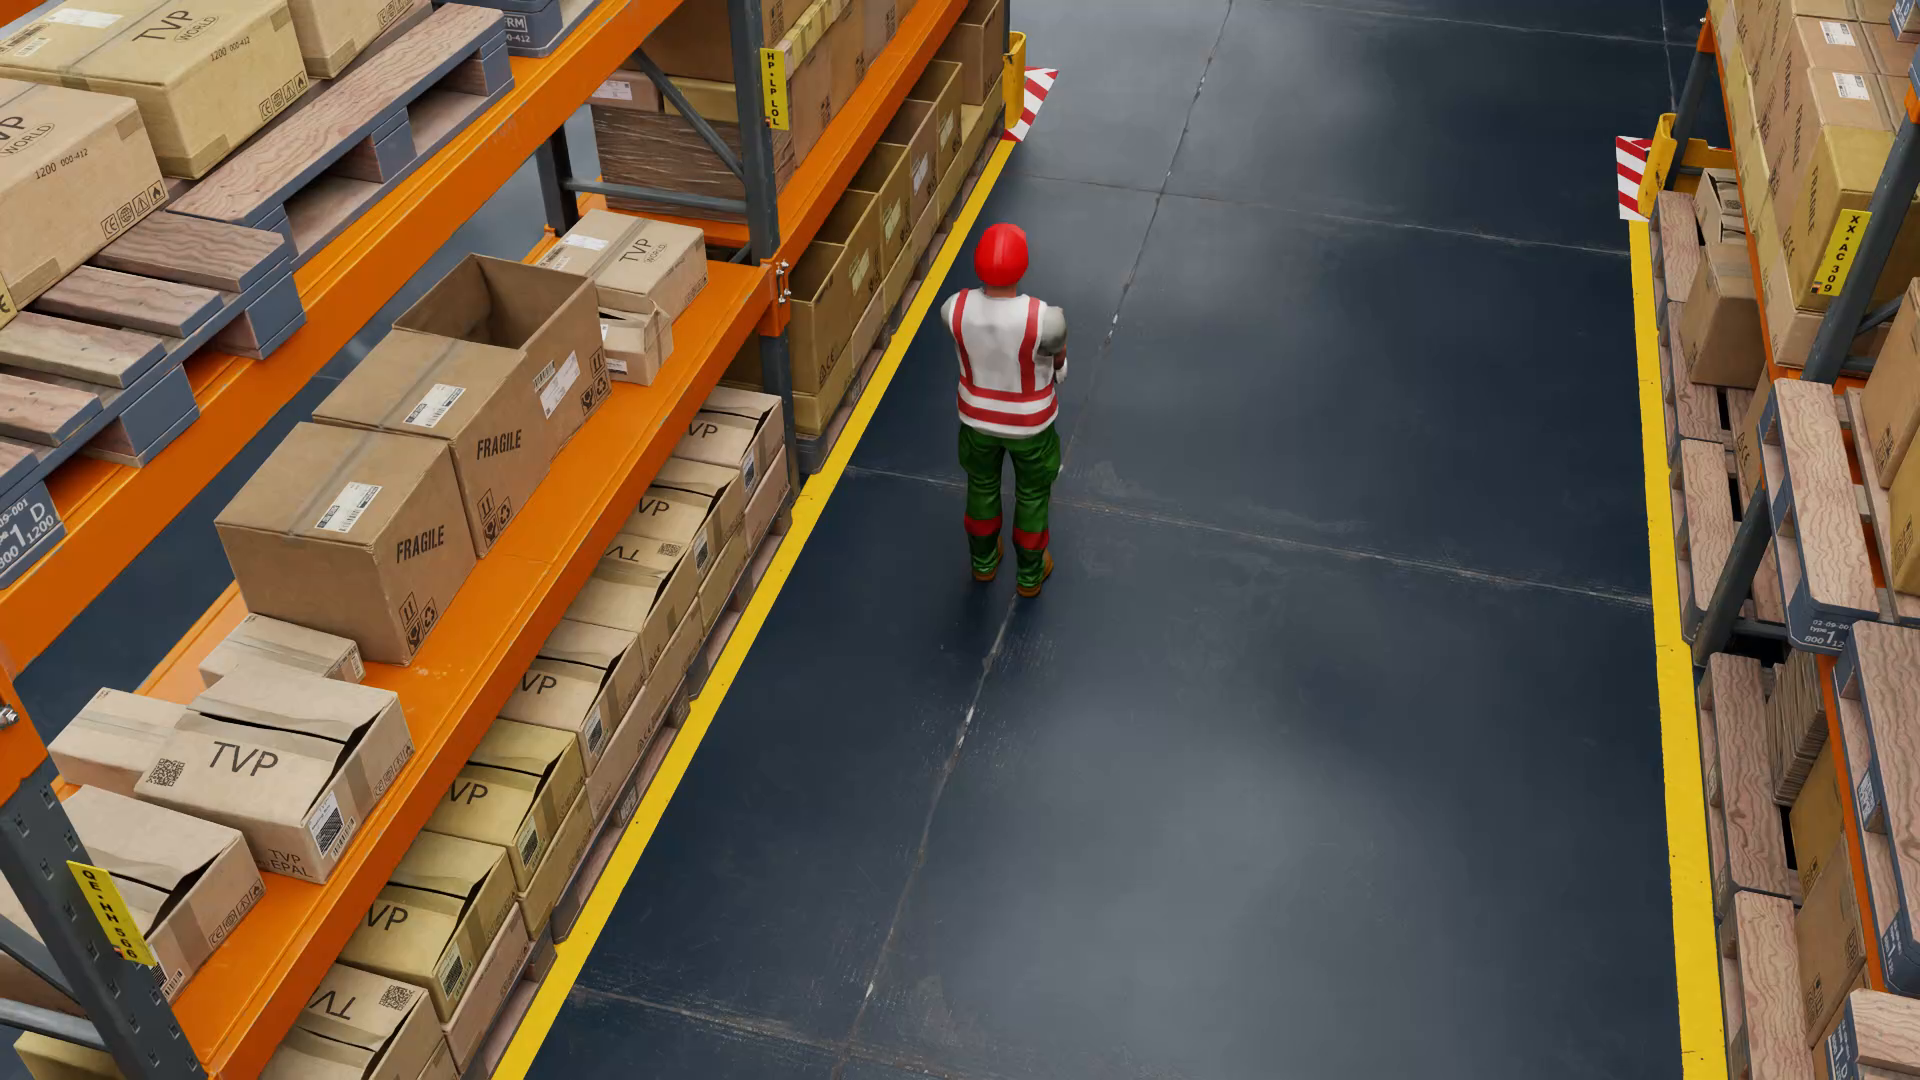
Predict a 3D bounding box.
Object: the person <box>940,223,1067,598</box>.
[{"bbox_3d":[0.203,-0.564,6.801,0.494,1.782,0.564,10,42,11],"label":"person"}]
